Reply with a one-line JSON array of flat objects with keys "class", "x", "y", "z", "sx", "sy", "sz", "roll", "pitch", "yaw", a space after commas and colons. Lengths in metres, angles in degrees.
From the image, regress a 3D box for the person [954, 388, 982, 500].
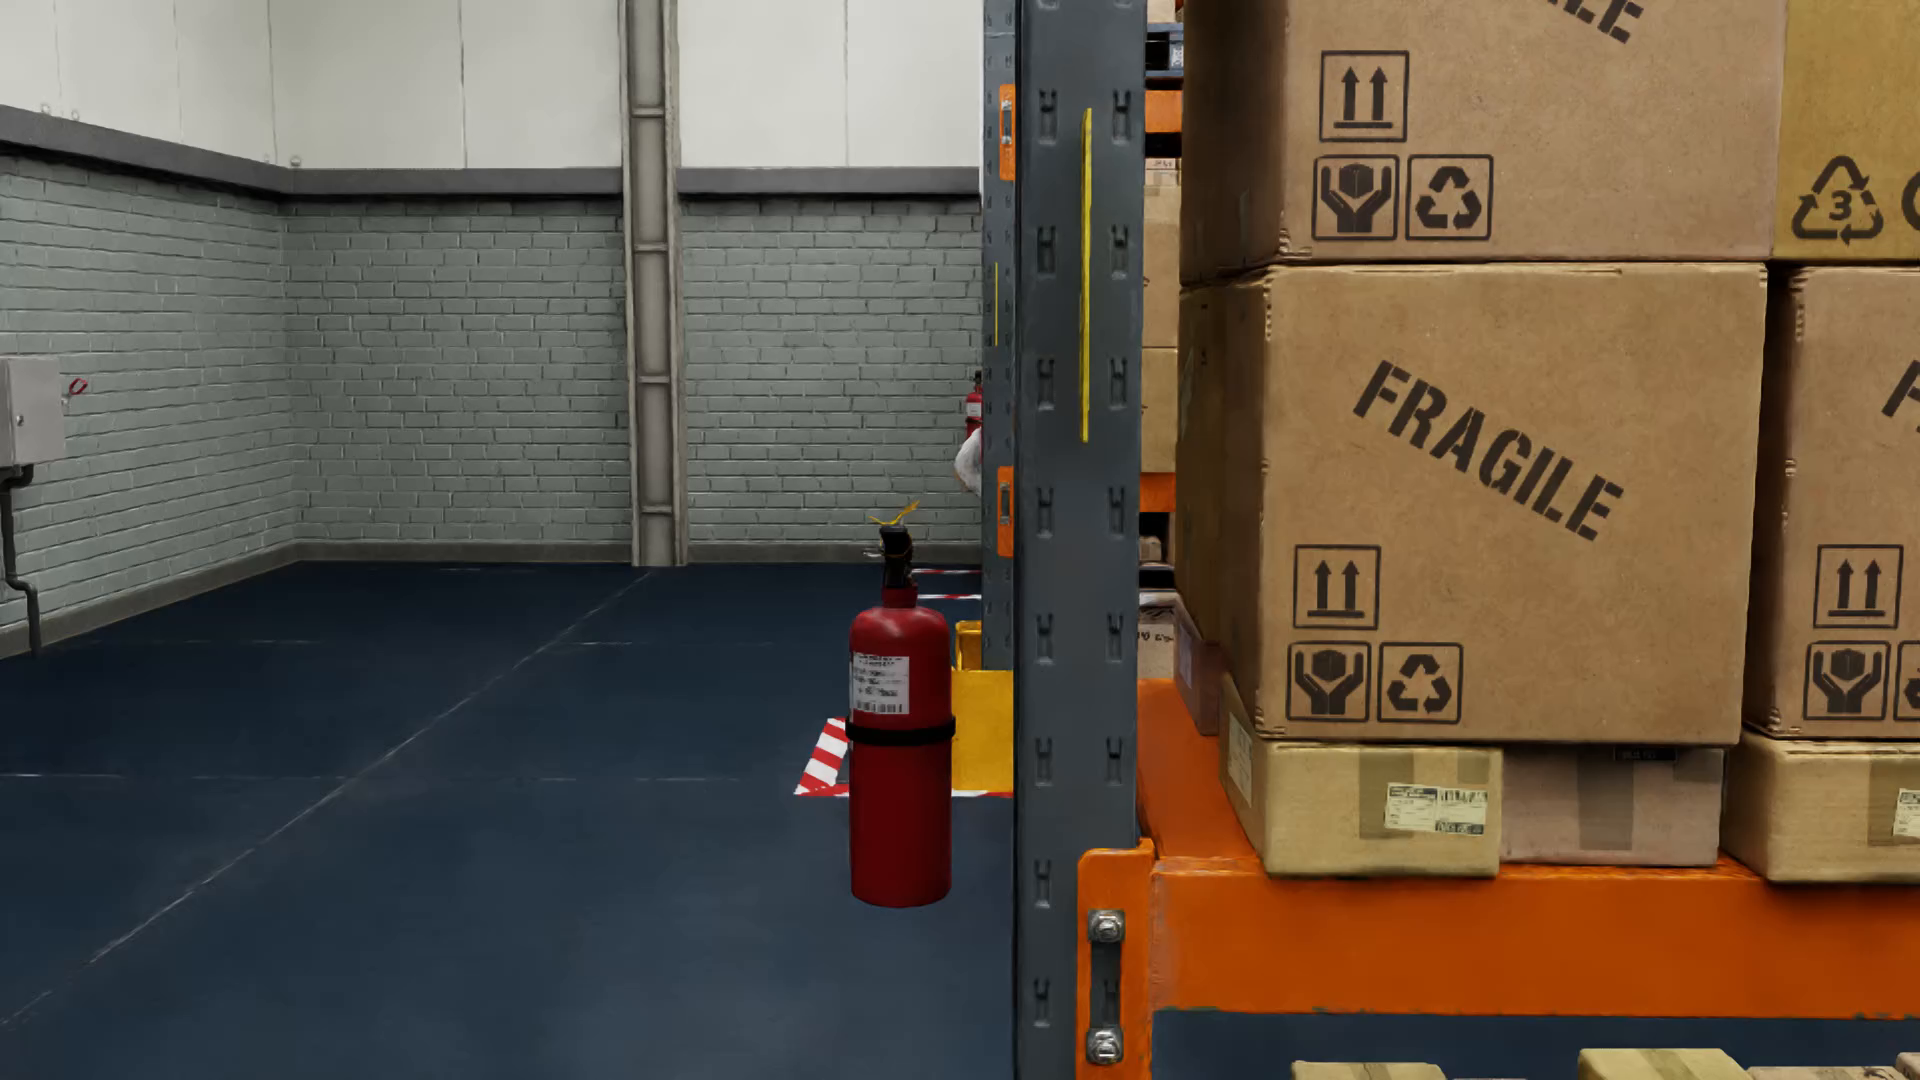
[{"class": "person", "x": 0.424, "y": -0.105, "z": 8.990, "sx": 0.805, "sy": 1.682, "sz": 0.574, "roll": -3, "pitch": 8, "yaw": -20}]
